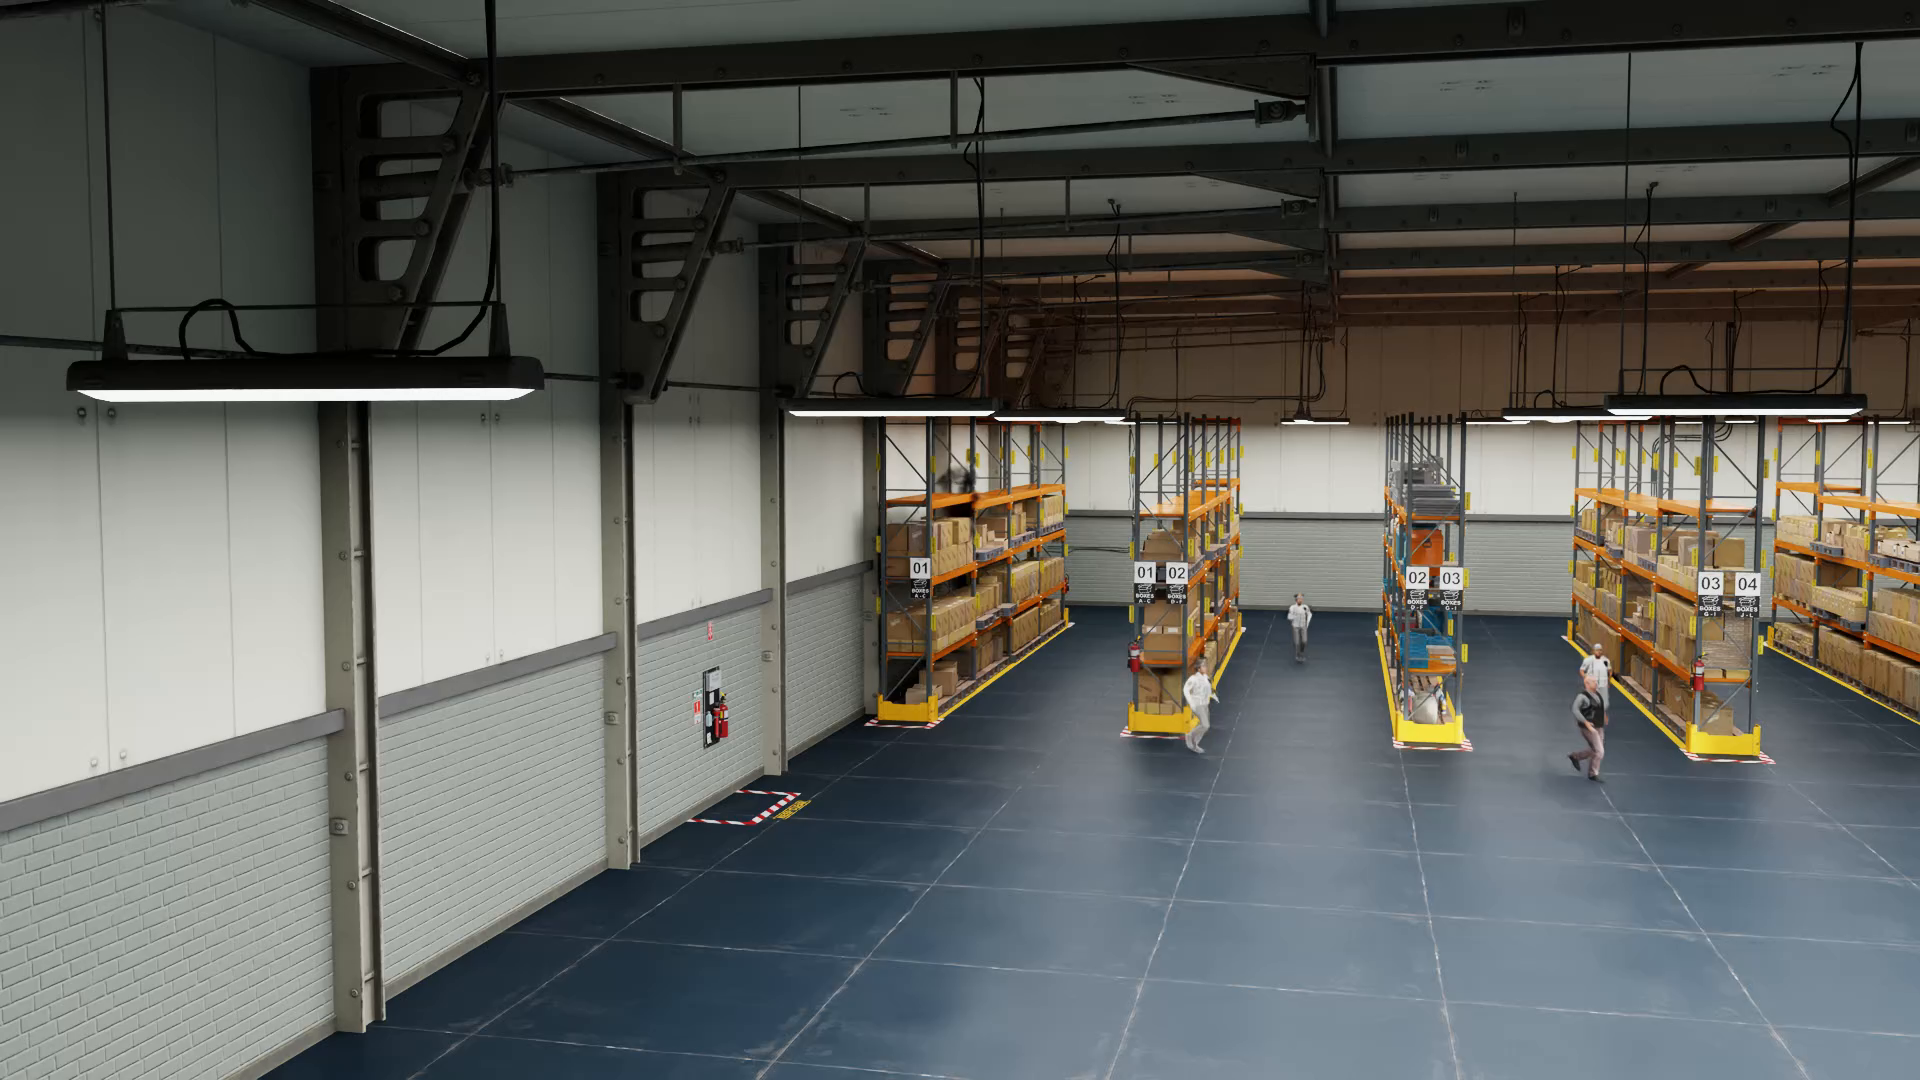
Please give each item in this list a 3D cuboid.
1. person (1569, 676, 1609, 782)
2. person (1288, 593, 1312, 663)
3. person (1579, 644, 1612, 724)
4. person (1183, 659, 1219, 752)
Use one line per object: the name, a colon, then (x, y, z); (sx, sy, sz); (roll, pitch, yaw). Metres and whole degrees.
person: (10.226, 3.055, 27.070); (0.659, 1.706, 0.663); (-3, 5, -39)
person: (8.291, 2.144, 40.535); (0.595, 1.705, 0.630); (0, 4, 6)
person: (12.073, 2.778, 31.546); (0.609, 1.631, 0.525); (1, 4, 10)
person: (4.265, 2.913, 29.303); (0.536, 1.664, 0.630); (3, 5, 41)
